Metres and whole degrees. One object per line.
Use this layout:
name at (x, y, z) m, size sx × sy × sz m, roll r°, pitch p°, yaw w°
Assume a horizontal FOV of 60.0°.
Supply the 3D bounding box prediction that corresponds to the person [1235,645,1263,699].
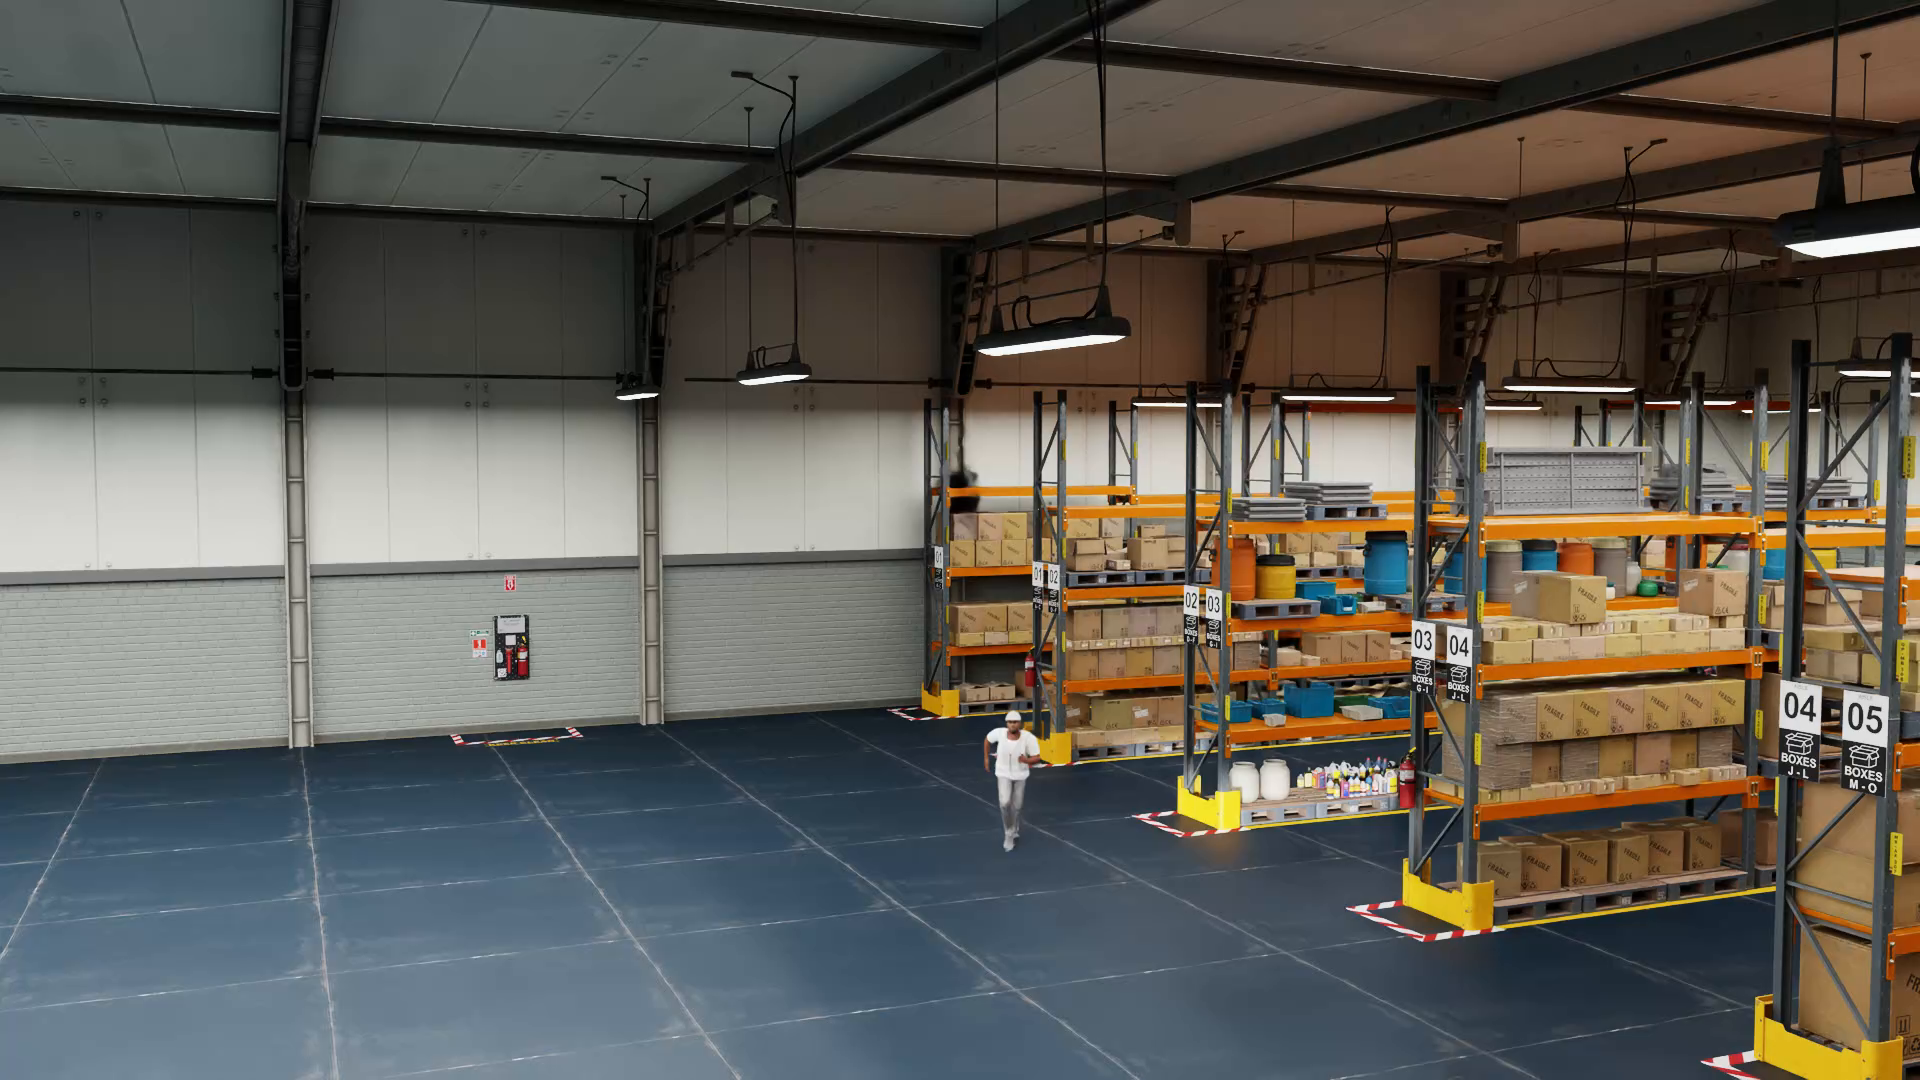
person at (5.352, 2.483, 30.697) m, size 0.633 × 1.739 × 0.662 m, roll -2°, pitch 4°, yaw -27°

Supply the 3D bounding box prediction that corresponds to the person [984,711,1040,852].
person at (0.662, 3.044, 21.206) m, size 0.729 × 1.784 × 0.835 m, roll 0°, pitch 3°, yaw 4°
